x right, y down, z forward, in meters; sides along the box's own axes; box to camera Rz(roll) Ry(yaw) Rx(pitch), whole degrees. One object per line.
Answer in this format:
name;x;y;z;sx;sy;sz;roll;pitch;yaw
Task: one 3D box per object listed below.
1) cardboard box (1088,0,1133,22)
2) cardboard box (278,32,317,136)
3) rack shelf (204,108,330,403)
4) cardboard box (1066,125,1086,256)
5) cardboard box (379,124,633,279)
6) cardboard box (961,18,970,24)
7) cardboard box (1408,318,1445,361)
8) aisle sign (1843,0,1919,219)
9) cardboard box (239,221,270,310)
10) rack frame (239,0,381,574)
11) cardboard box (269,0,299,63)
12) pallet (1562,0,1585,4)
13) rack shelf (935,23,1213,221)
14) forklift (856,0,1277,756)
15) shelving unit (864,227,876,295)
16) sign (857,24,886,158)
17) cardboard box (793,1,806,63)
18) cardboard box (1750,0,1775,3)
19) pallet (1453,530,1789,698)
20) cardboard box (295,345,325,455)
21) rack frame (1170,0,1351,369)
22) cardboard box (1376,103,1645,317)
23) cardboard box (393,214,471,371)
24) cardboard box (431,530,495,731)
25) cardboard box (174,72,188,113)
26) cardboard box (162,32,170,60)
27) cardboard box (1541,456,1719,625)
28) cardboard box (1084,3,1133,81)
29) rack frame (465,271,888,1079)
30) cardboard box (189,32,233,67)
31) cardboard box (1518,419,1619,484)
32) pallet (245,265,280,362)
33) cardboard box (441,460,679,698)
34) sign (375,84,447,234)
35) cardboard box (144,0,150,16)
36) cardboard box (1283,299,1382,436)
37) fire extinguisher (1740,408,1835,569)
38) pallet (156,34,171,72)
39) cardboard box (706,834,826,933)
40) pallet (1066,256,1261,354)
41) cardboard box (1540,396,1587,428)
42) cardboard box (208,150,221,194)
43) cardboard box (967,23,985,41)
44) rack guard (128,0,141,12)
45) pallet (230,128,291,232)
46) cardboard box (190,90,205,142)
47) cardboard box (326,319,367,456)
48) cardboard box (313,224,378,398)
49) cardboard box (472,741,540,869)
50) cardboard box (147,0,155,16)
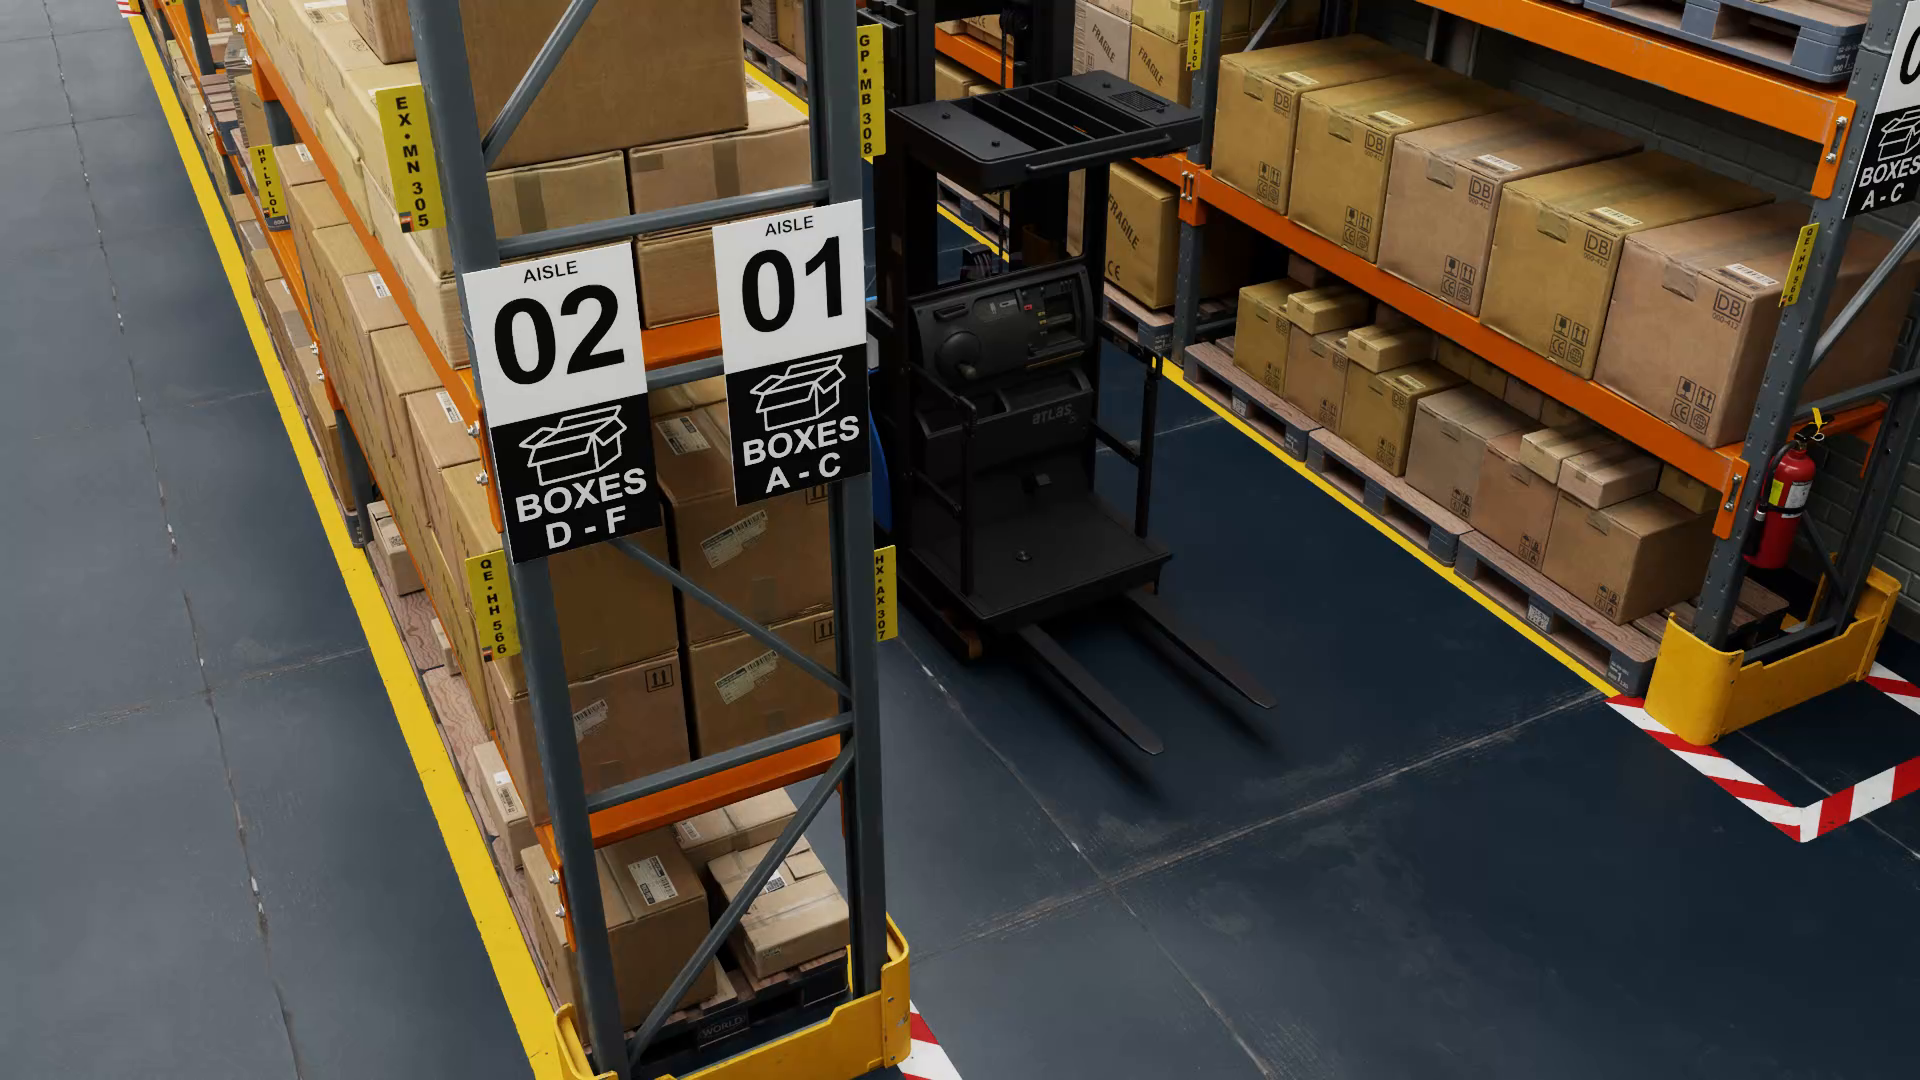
cardboard box;1.128;-3.388;10.175;0.500;0.250;0.500;-15;36;-22
cardboard box;-2.109;-1.670;5.935;0.500;0.250;0.500;-16;36;-23
rack shelf;-3.511;-1.895;9.594;1.077;0.370;4.000;-16;36;-23
cardboard box;0.967;-2.464;11.418;0.750;0.750;0.750;-15;35;-22
cardboard box;-1.178;-0.926;4.309;0.500;0.250;0.500;-16;36;-23
cardboard box;0.173;-4.027;11.868;0.500;0.500;0.500;-15;35;-22
cardboard box;2.656;-1.128;9.056;0.380;0.149;0.250;-15;36;-23
aisle sign;3.435;-1.567;6.005;0.394;0.787;0.004;-16;36;-23
cardboard box;-4.235;-1.747;10.606;0.500;0.500;0.500;-17;36;-25
rack frame;-2.578;-1.243;7.910;1.000;3.000;0.127;-16;36;-23
cardboard box;-2.114;-1.879;5.798;0.500;0.250;0.500;-16;36;-23
pallet;2.739;-2.742;7.551;1.003;0.211;1.213;-16;36;-23
rack shelf;0.870;-3.143;11.541;1.077;0.370;4.000;-16;36;-23
forklift;0.321;-0.942;7.504;1.130;2.935;3.031;-18;37;-25
shelving unit;-0.754;-1.300;9.388;0.587;1.500;1.083;-18;37;-26
sign;-0.233;-1.102;4.099;0.100;0.325;0.005;-16;36;-23
cardboard box;-1.082;-4.607;15.069;0.700;0.500;0.500;-15;36;-23
cardboard box;3.091;-2.284;6.410;0.500;0.250;0.500;-15;35;-22
pallet;3.225;0.230;8.195;1.003;0.211;1.213;-16;36;-23
cardboard box;-3.285;-0.777;9.092;0.500;0.500;0.500;-16;36;-23
rack frame;1.802;-2.491;9.858;1.000;3.000;0.127;-16;36;-23
cardboard box;2.724;-1.660;8.282;0.980;0.700;0.700;-18;37;-25
cardboard box;-1.186;-0.713;4.441;0.500;0.250;0.500;-16;36;-23
cardboard box;-1.408;0.232;5.515;0.500;0.500;0.500;-16;36;-23
cardboard box;-6.339;-3.825;14.100;0.500;0.250;0.500;-17;36;-24
cardboard box;-6.942;-4.488;15.134;0.500;0.250;0.500;-16;36;-23
cardboard box;3.252;-0.015;7.921;0.700;0.500;0.500;-16;36;-23
cardboard box;1.117;-3.065;10.366;0.500;0.500;0.500;-16;36;-23
rack frame;-0.713;0.666;4.930;1.000;3.000;0.127;-16;36;-23
cardboard box;-5.107;-3.406;11.519;0.380;0.149;0.250;-16;36;-23
cardboard box;2.912;-0.426;7.960;0.380;0.149;0.250;-15;36;-22
pallet;-4.129;-1.612;11.071;1.003;0.211;1.213;-16;36;-23
cardboard box;-1.164;0.059;4.857;0.500;0.500;0.500;-16;36;-24
sign;-1.214;-0.840;3.679;0.100;0.325;0.005;-16;36;-23
cardboard box;-7.884;-5.439;16.619;0.500;0.250;0.500;-16;36;-23
cardboard box;2.292;-0.992;9.446;0.700;0.500;0.500;-16;36;-24
fire extinguisher;3.329;-0.204;6.706;0.296;0.674;0.183;-16;36;-23
pallet;-7.215;-4.860;16.140;1.003;0.211;1.213;-16;36;-23
cardboard box;-0.721;1.268;6.209;0.380;0.166;0.250;-16;36;-23
pallet;1.376;-1.666;11.155;1.003;0.211;1.213;-16;36;-23
cardboard box;3.135;-0.640;8.295;0.380;0.149;0.250;-16;36;-23
cardboard box;-5.380;-2.847;12.573;0.500;0.250;0.500;-15;36;-22
cardboard box;0.271;-3.728;12.002;0.380;0.149;0.250;-16;36;-24
rack guard;-8.184;-5.929;17.541;1.175;0.500;0.348;-16;36;-23
pallet;-3.532;-2.144;9.495;1.003;0.211;1.213;-16;36;-23
cardboard box;-5.618;-3.323;12.796;0.500;0.311;0.500;-15;36;-22
cardboard box;-2.340;-0.730;7.016;0.500;0.500;0.500;-15;36;-22
cardboard box;-2.127;-0.919;6.385;0.500;0.500;0.500;-17;36;-24
cardboard box;-1.601;0.980;6.581;0.500;0.250;0.500;-16;36;-23
cardboard box;-7.423;-5.276;15.670;0.500;0.500;0.500;-16;36;-23
